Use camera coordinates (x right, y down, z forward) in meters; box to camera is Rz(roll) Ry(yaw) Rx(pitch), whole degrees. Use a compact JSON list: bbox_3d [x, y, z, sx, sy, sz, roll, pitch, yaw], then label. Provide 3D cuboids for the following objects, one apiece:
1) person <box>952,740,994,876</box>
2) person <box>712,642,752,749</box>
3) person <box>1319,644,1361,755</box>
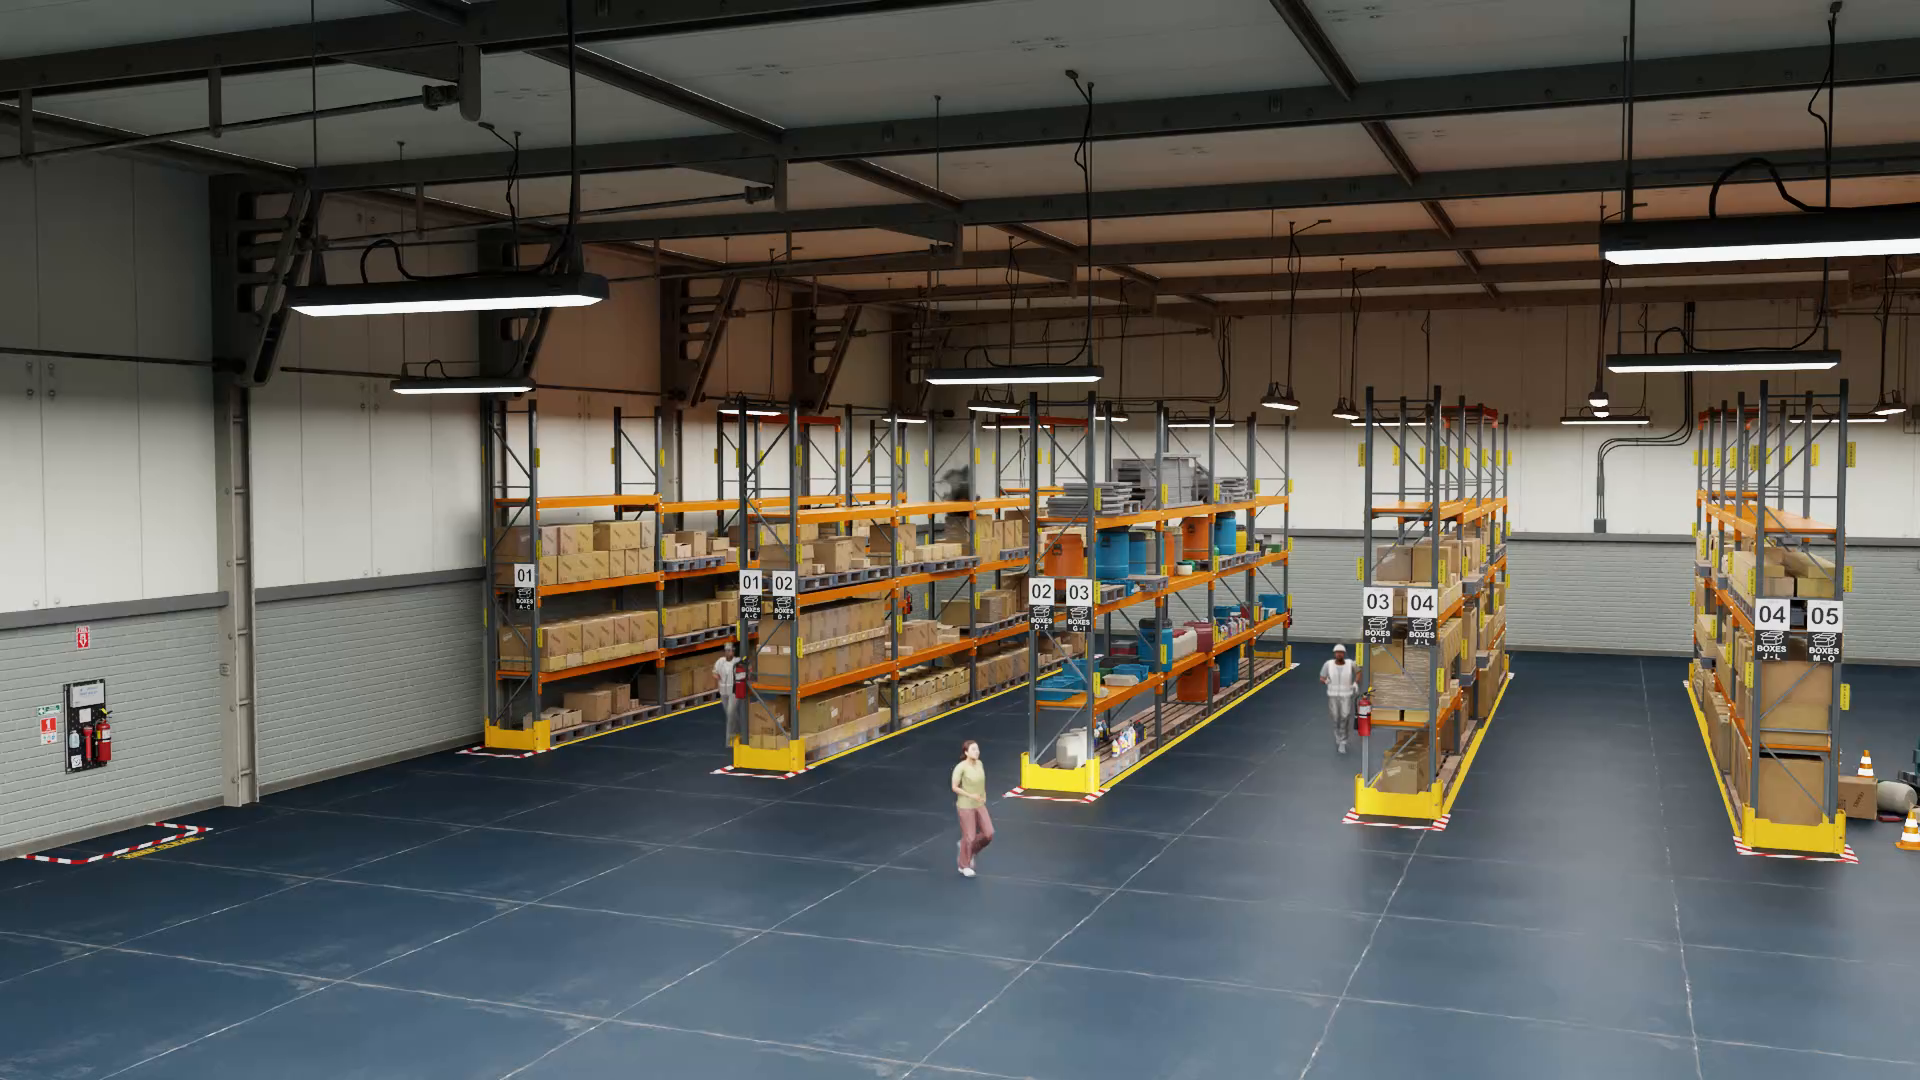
[{"bbox_3d":[0.167,3.201,19.891,0.601,1.639,0.548,-2,4,-40],"label":"person"},{"bbox_3d":[-4.011,2.698,29.135,0.626,1.849,0.976,1,3,21],"label":"person"},{"bbox_3d":[6.501,2.691,28.495,0.672,1.819,0.928,1,3,20],"label":"person"}]
